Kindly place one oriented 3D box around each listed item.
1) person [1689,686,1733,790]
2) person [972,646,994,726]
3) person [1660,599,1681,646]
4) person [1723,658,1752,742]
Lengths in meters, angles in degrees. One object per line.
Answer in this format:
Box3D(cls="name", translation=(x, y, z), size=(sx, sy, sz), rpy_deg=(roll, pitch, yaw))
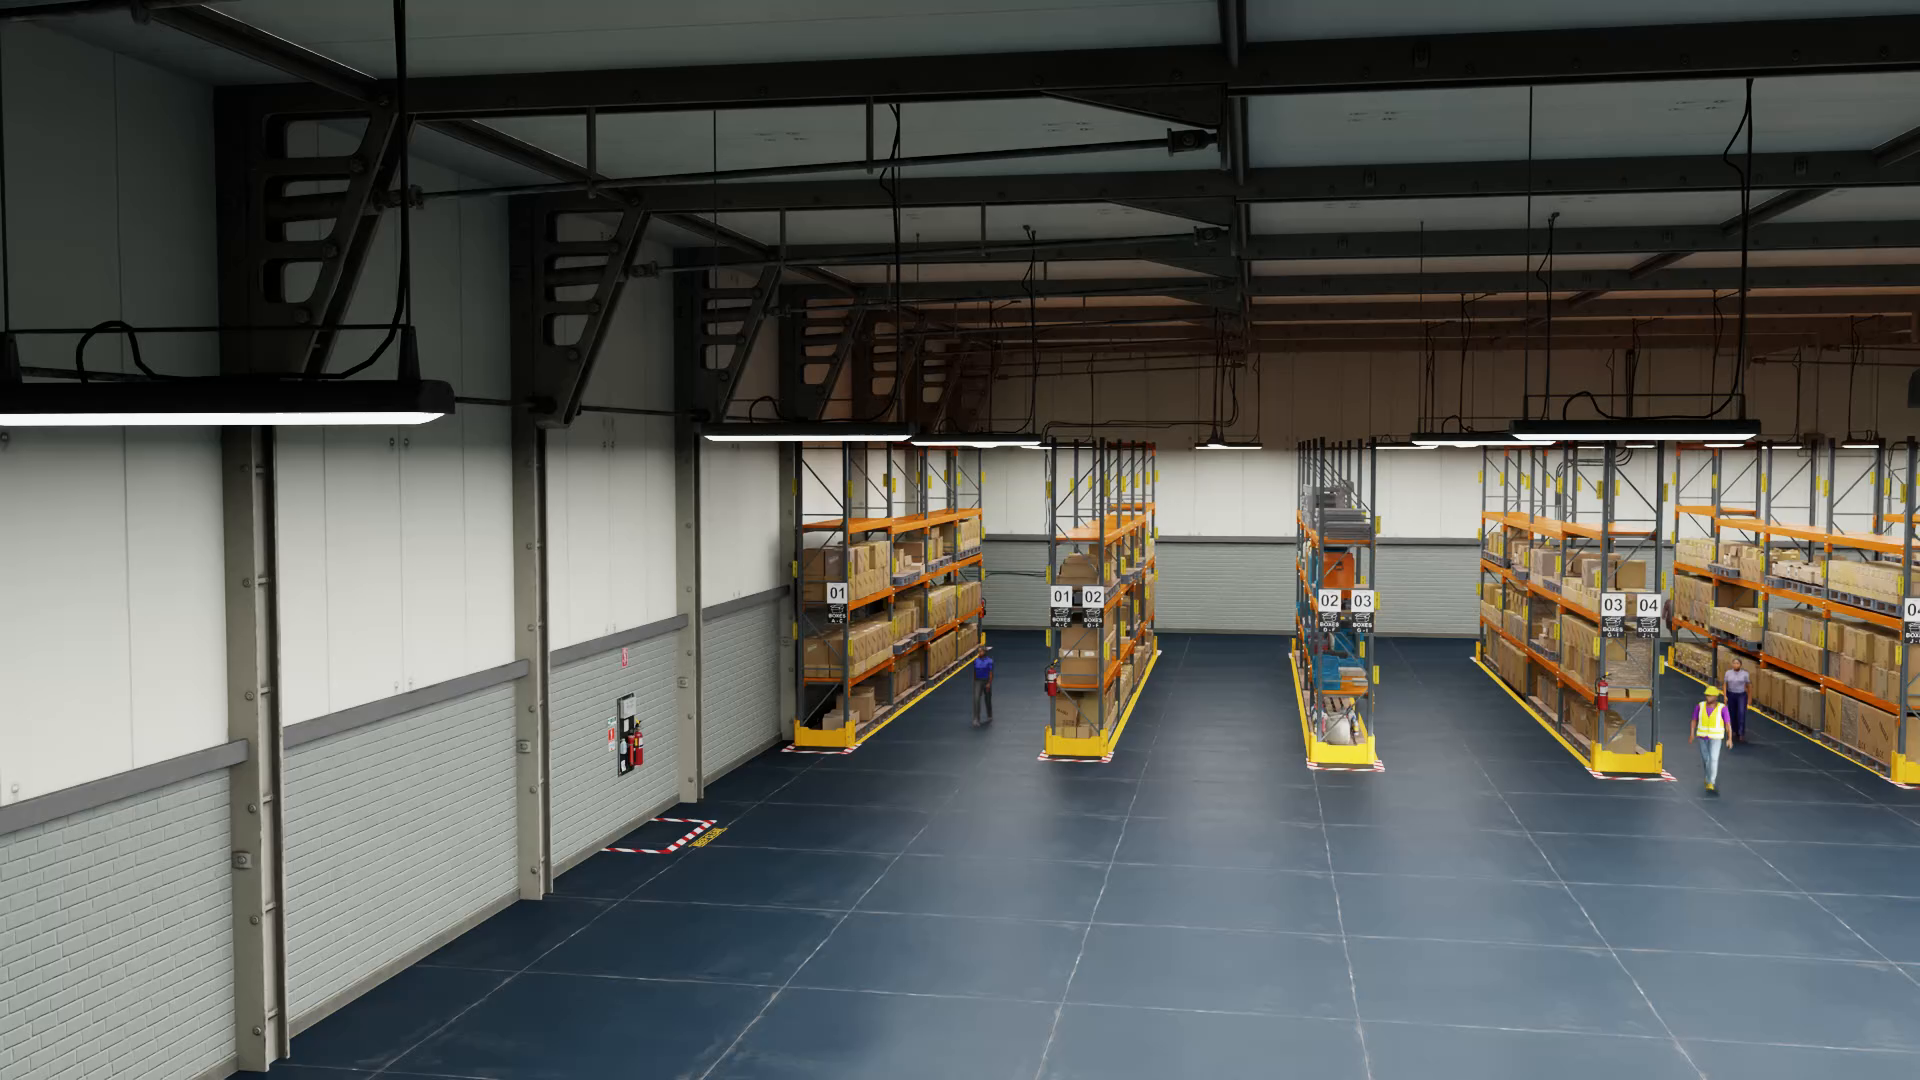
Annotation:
Box3D(cls="person", translation=(12.711, 3.347, 28.229), size=(0.623, 1.707, 0.997), rpy_deg=(3, 4, 43))
Box3D(cls="person", translation=(0.476, 3.042, 34.934), size=(0.468, 1.622, 0.900), rpy_deg=(1, 3, 16))
Box3D(cls="person", translation=(20.605, 2.276, 47.976), size=(0.651, 1.663, 1.011), rpy_deg=(3, 4, 42))
Box3D(cls="person", translation=(15.423, 3.153, 33.032), size=(0.531, 1.596, 0.885), rpy_deg=(2, 4, 39))
